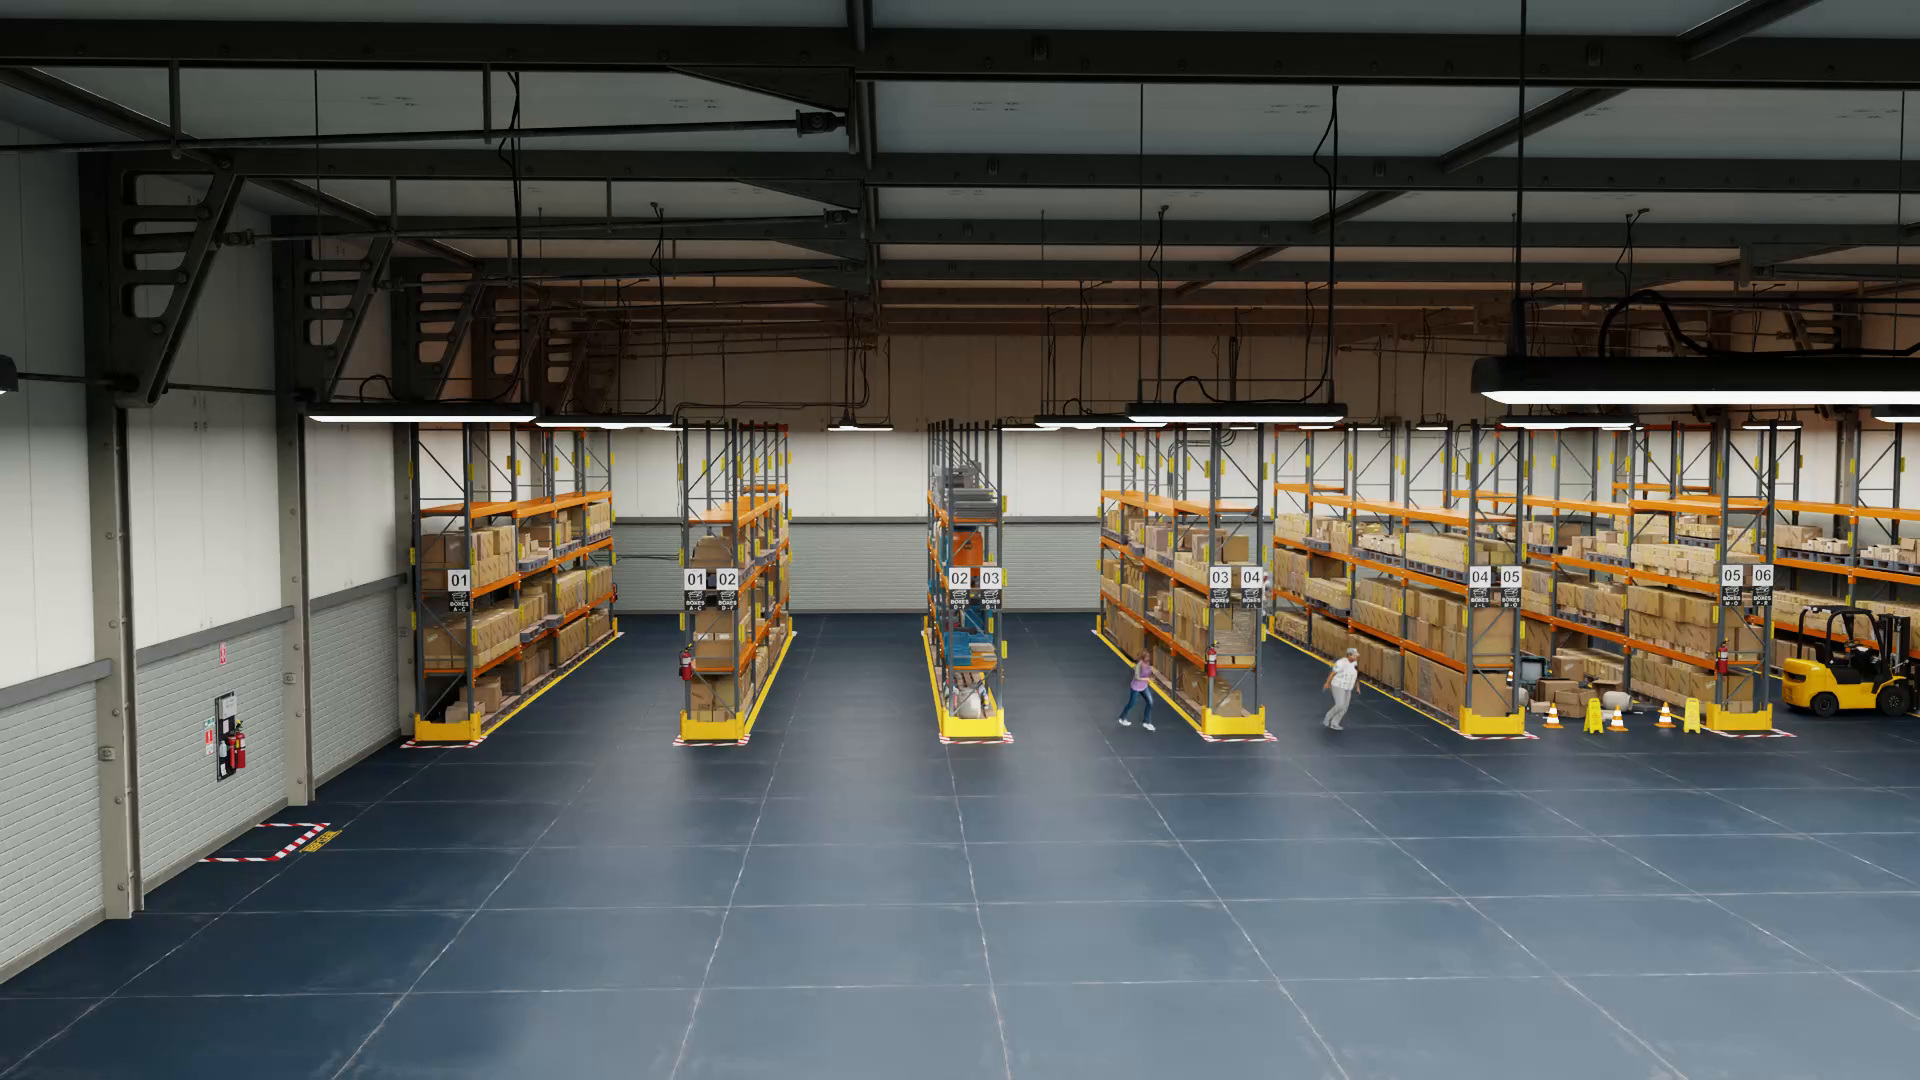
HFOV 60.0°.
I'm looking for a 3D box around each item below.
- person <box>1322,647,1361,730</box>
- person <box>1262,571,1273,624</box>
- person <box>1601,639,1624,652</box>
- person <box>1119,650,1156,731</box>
[{"bbox_3d":[7.383,2.869,32.082,0.649,1.618,0.625,-2,4,-33],"label":"person"},{"bbox_3d":[8.983,1.750,48.857,0.699,1.692,0.711,-1,4,-19],"label":"person"},{"bbox_3d":[17.041,2.103,43.345,0.609,1.665,0.870,-1,4,-15],"label":"person"},{"bbox_3d":[3.455,2.901,32.085,0.540,1.536,0.915,-3,5,-42],"label":"person"}]
